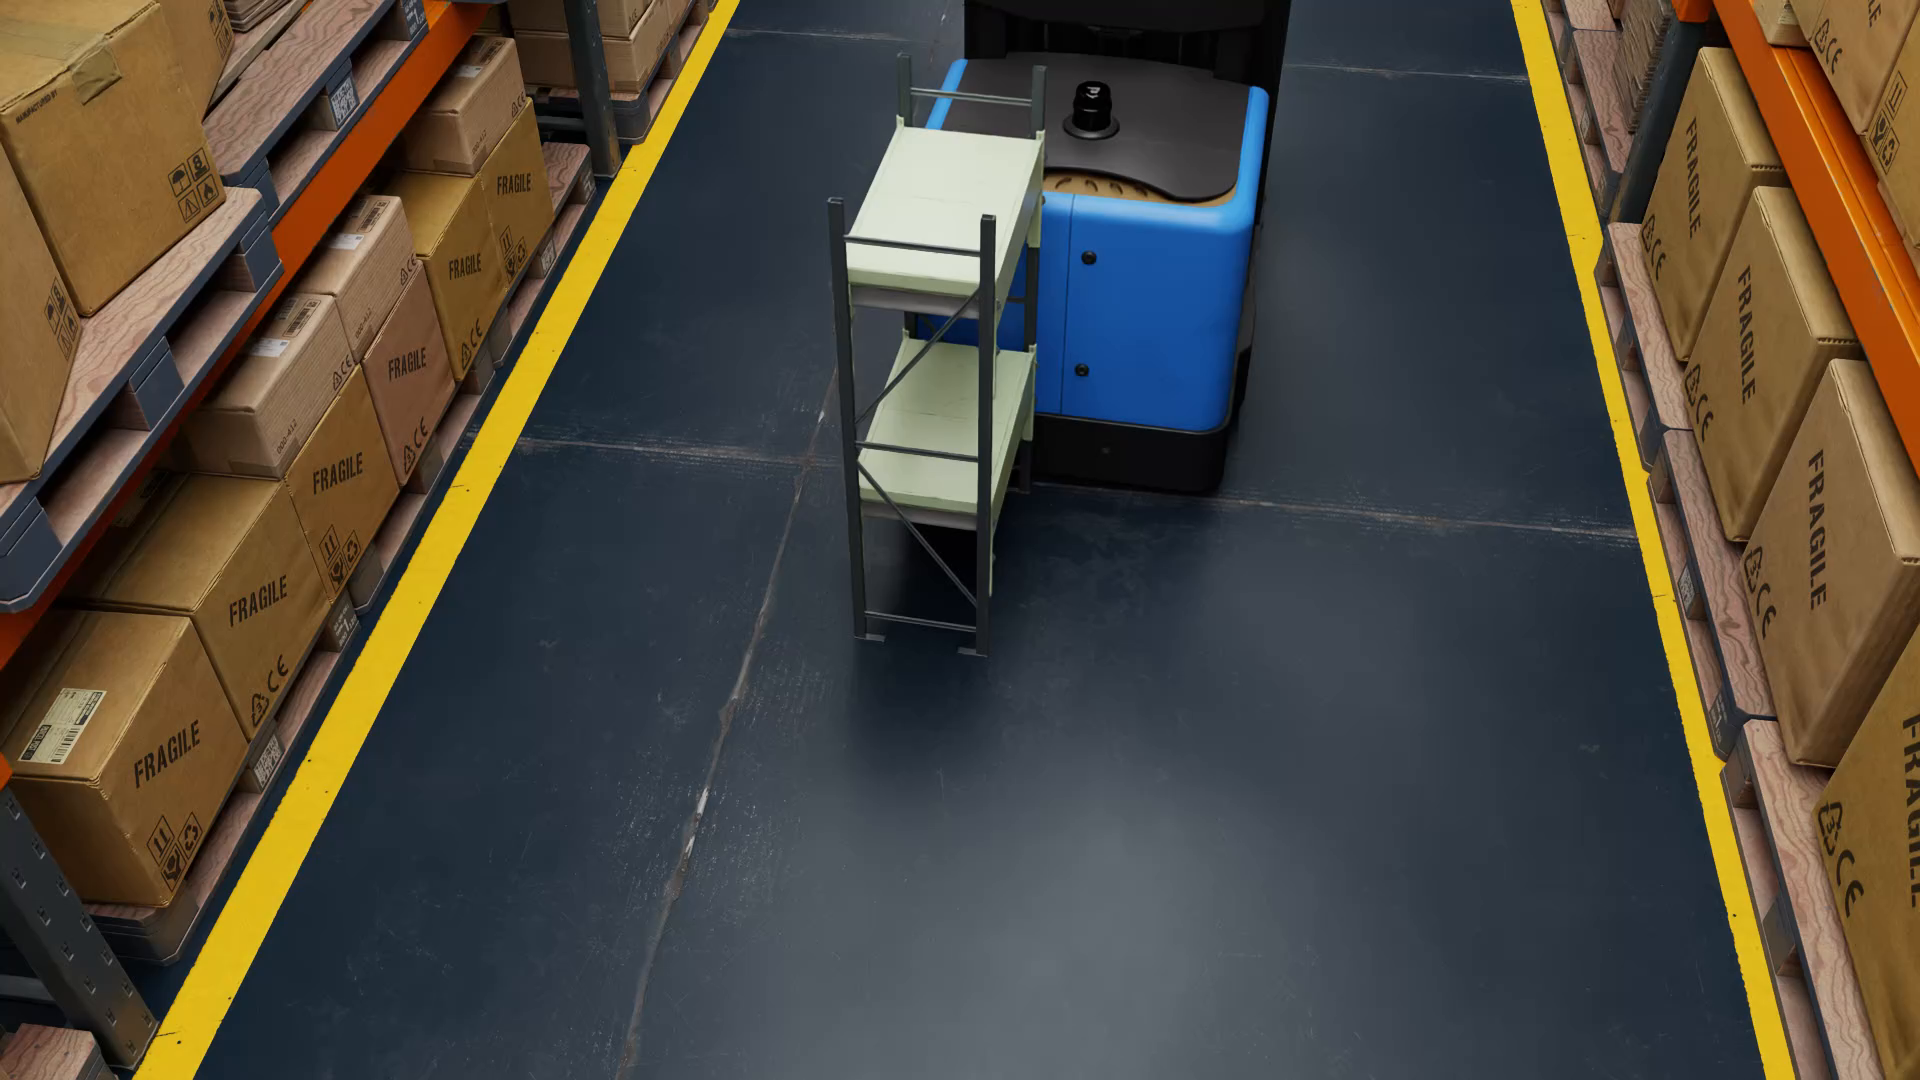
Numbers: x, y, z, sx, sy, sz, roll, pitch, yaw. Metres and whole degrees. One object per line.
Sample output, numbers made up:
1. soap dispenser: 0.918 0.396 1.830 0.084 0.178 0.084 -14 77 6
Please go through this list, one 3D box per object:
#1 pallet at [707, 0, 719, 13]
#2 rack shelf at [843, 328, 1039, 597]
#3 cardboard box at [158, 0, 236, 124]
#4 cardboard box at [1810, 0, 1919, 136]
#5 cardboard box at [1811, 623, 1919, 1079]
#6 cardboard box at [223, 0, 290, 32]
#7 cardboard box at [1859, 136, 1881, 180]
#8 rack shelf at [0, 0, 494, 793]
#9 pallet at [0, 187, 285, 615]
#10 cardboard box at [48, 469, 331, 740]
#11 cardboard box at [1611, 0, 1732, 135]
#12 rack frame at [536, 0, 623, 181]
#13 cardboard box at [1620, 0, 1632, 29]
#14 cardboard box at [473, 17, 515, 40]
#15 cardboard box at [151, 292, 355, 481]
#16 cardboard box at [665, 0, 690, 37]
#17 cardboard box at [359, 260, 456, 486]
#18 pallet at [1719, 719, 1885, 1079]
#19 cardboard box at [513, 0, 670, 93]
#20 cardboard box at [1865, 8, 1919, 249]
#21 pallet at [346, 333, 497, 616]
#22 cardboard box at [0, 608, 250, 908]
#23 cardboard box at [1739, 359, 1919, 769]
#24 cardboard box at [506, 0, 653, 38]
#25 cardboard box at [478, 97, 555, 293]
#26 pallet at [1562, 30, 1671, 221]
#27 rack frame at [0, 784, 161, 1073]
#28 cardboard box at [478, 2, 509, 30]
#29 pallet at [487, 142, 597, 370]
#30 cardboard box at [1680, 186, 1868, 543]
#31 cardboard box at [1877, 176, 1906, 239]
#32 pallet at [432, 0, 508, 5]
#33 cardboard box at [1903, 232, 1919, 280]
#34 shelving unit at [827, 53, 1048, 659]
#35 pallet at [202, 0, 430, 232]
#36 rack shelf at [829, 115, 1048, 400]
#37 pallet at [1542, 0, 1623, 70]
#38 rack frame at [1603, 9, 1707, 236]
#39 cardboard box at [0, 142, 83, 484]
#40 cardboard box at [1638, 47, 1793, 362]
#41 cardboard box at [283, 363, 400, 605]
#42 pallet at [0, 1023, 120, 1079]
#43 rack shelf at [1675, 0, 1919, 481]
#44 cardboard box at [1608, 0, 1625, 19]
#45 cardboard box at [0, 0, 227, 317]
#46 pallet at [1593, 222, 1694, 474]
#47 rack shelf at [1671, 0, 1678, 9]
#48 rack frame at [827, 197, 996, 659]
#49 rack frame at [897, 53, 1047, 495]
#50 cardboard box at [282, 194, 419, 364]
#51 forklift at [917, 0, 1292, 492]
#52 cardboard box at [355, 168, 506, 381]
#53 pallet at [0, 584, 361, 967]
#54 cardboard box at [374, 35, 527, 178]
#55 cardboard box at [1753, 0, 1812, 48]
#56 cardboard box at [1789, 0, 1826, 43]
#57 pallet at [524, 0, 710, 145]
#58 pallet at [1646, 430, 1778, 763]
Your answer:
1. pallet: -1.592 -3.021 8.287 1.003 0.211 1.213 5 44 6
2. rack shelf: -0.042 -0.241 4.887 0.431 0.370 0.720 8 44 8
3. cardboard box: -2.259 -1.319 4.084 0.700 0.500 0.500 -5 44 -5
4. cardboard box: 2.545 -1.349 4.189 0.500 0.500 0.500 5 44 5
5. cardboard box: 2.436 0.700 3.587 0.750 0.750 0.750 6 44 6
6. cardboard box: -2.185 -1.790 4.581 0.700 0.500 0.500 13 45 13
7. cardboard box: 2.592 -1.033 4.327 0.380 0.149 0.250 6 44 6
8. rack shelf: -2.167 -1.023 4.672 1.077 0.370 4.000 5 44 6
9. pallet: -2.218 -0.386 3.616 1.003 0.211 1.213 5 44 6
10. cardboard box: -2.067 0.155 4.403 0.500 0.500 0.500 6 44 6
11. cardboard box: 3.051 -1.947 6.622 0.700 0.500 0.500 6 44 6
12. rack frame: -1.903 -2.647 5.864 1.000 3.000 0.127 5 44 6
13. cardboard box: 3.235 -2.287 6.982 0.700 0.500 0.500 5 44 5
14. cardboard box: -2.075 -2.182 7.067 0.500 0.250 0.500 6 44 7
15. cardboard box: -1.994 -0.434 4.480 0.500 0.250 0.500 5 44 6
16. cardboard box: -1.477 -2.474 7.376 0.500 0.250 0.500 4 44 4
17. cardboard box: -1.926 -0.529 5.126 0.500 0.500 0.500 4 44 4
18. pallet: 2.506 1.007 4.033 1.003 0.211 1.213 5 44 6
19. cardboard box: -1.542 -2.131 7.014 0.500 0.250 0.500 5 44 5
20. cardboard box: 2.484 -0.993 3.814 0.500 0.500 0.500 6 44 7
21. pallet: -2.203 -0.300 5.413 1.003 0.211 1.213 5 44 6
22. cardboard box: -2.126 0.519 4.018 0.500 0.500 0.500 3 44 4
23. cardboard box: 2.551 0.094 4.227 0.750 0.750 0.750 6 44 7
24. cardboard box: -1.542 -2.335 6.821 0.500 0.311 0.500 7 44 7
25. cardboard box: -1.794 -1.240 5.876 0.500 0.500 0.500 7 44 7
26. pallet: 3.113 -1.719 6.912 1.003 0.211 1.213 5 44 6
27. rack frame: -2.432 0.079 2.985 1.000 3.000 0.127 5 44 6
28. cardboard box: -2.078 -2.384 6.873 0.500 0.311 0.500 6 44 7
29. pallet: -2.039 -1.129 6.289 1.003 0.211 1.213 5 44 6
30. cardboard box: 2.658 -0.486 4.839 0.750 0.750 0.750 5 44 5
31. cardboard box: 2.543 -0.866 4.151 0.380 0.149 0.250 5 44 6
32. pallet: -1.923 -2.109 5.435 1.213 0.211 1.003 5 44 6
33. cardboard box: 2.501 -0.687 3.962 0.380 0.149 0.250 7 44 7
34. shelving unit: -0.042 -0.477 4.663 0.431 1.500 0.755 8 44 8
35. pallet: -2.155 -1.252 4.530 1.003 0.211 1.213 5 44 6
36. rack shelf: -0.042 -0.761 4.395 0.431 0.370 0.720 8 44 8
37. pallet: 3.276 -2.548 7.788 1.003 0.211 1.213 5 44 6
38. rack frame: 3.008 -2.199 5.391 1.000 3.000 0.127 5 44 6
39. cardboard box: -2.147 -0.412 3.126 0.700 0.500 0.500 -8 44 -9
40. cardboard box: 2.781 -1.082 5.469 0.750 0.750 0.750 5 44 5
41. cardboard box: -1.993 -0.185 4.762 0.500 0.500 0.500 6 44 6
42. pallet: -2.523 1.560 3.449 1.003 0.211 1.213 5 44 6
43. rack shelf: 2.743 -0.575 4.199 1.077 0.370 4.000 5 44 6
44. cardboard box: 3.272 -2.628 7.342 0.700 0.500 0.500 5 44 5
45. cardboard box: -2.119 -0.887 3.627 0.700 0.500 0.500 12 45 12
46. pallet: 2.829 -0.656 5.790 1.003 0.211 1.213 5 44 6
47. rack shelf: 3.272 -3.301 7.078 1.077 0.370 4.000 5 44 6
48. rack frame: -0.114 -0.231 4.403 0.400 1.500 0.023 8 44 8
49. rack frame: 0.030 -0.724 4.924 0.400 1.500 0.023 8 44 8
50. cardboard box: -1.928 -0.776 4.841 0.500 0.250 0.500 4 44 5
51. forklift: 0.604 -2.244 5.488 1.130 2.935 3.031 8 44 8
52. cardboard box: -1.863 -0.888 5.504 0.500 0.500 0.500 4 44 4
53. pallet: -2.362 0.534 4.533 1.003 0.211 1.213 5 44 6
54. cardboard box: -1.797 -1.474 5.578 0.500 0.250 0.500 7 44 7
55. cardboard box: 2.574 -1.568 4.892 0.380 0.149 0.250 6 44 7
56. cardboard box: 2.612 -1.687 4.546 0.500 0.500 0.500 7 44 7
57. pallet: -1.755 -2.192 7.411 1.003 0.211 1.213 5 44 6
58. pallet: 2.665 0.173 4.914 1.003 0.211 1.213 5 44 6
